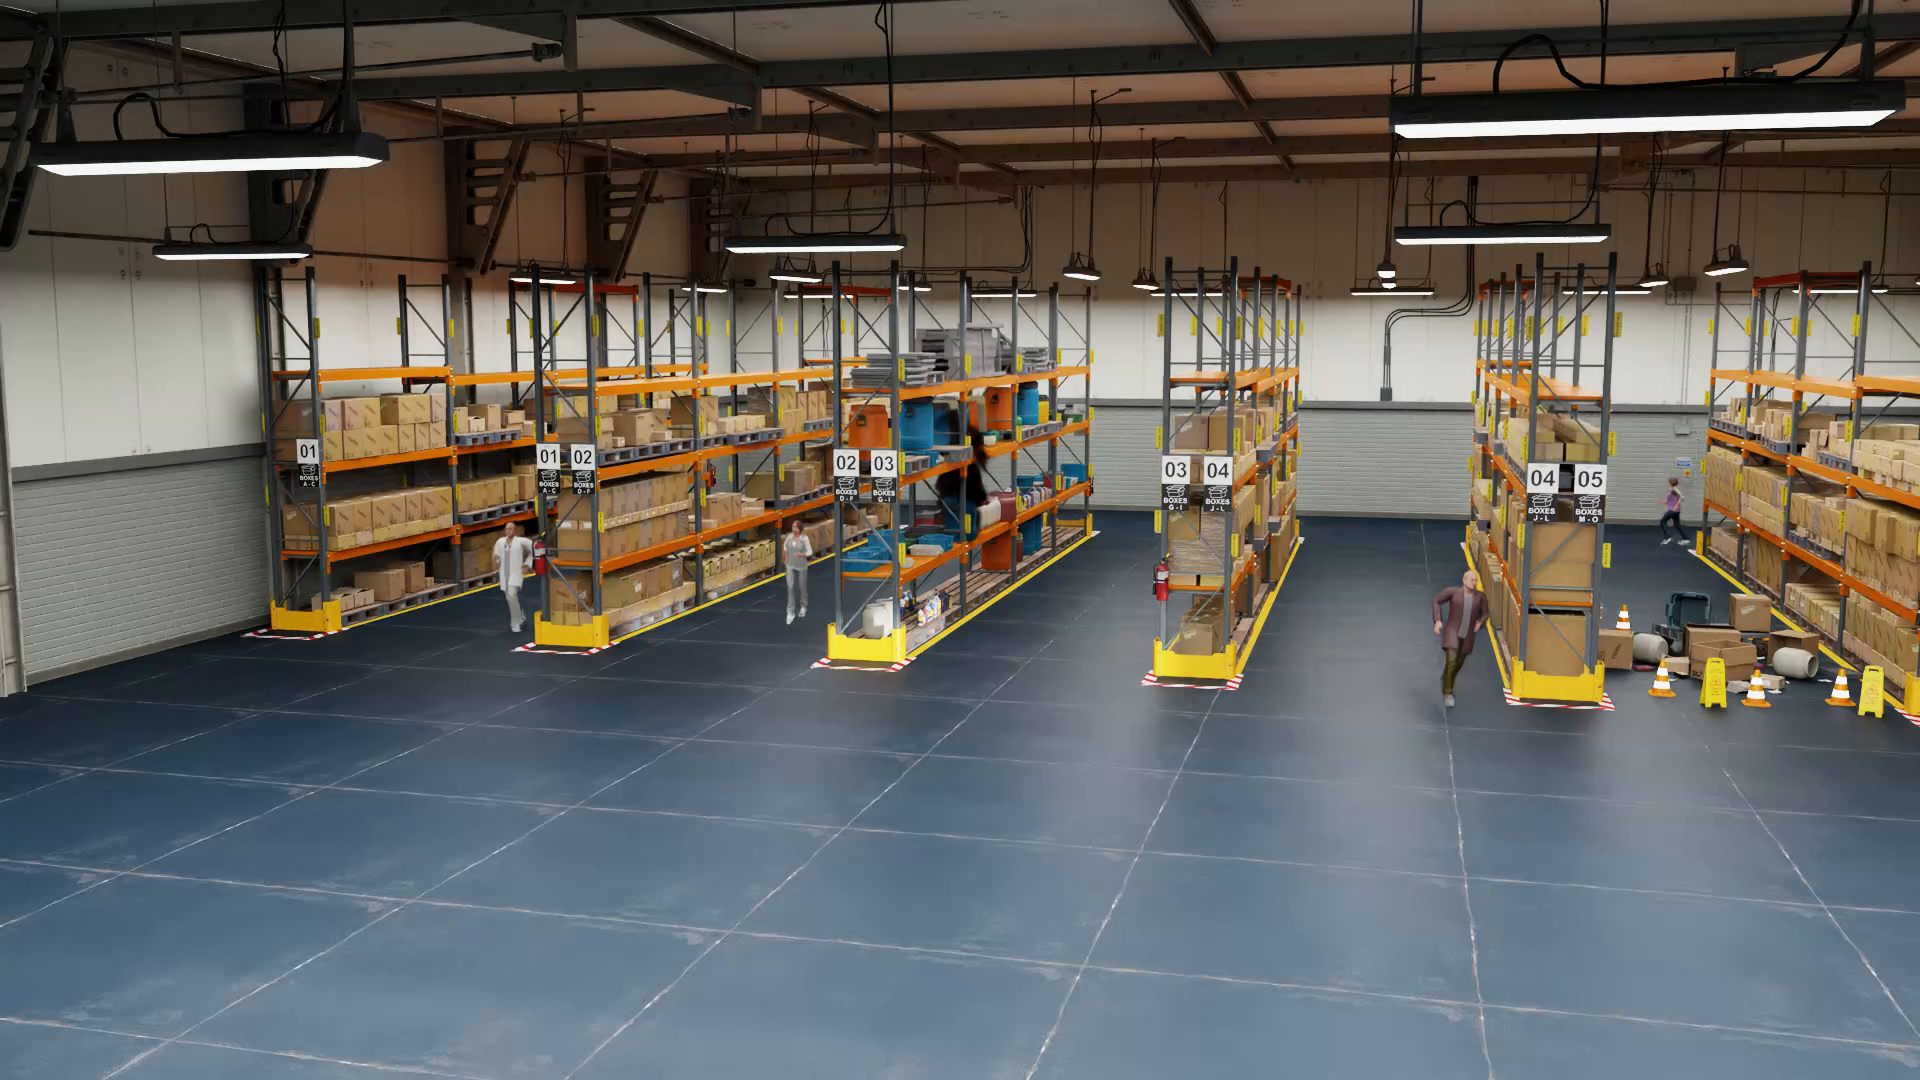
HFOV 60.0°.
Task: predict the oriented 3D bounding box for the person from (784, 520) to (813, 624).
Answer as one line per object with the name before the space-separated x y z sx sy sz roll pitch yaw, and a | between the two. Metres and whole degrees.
person | -2.636 0.491 26.963 0.532 1.642 0.754 1 7 8

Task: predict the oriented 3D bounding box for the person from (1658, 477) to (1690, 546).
person | 16.464 -0.651 38.341 0.730 1.603 0.565 4 8 28

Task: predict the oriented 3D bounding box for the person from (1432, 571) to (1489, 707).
person | 6.753 1.288 22.455 0.734 1.770 0.966 0 7 -3

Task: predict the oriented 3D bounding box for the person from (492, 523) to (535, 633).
person | -7.472 0.636 27.750 0.708 1.838 0.771 2 8 17
